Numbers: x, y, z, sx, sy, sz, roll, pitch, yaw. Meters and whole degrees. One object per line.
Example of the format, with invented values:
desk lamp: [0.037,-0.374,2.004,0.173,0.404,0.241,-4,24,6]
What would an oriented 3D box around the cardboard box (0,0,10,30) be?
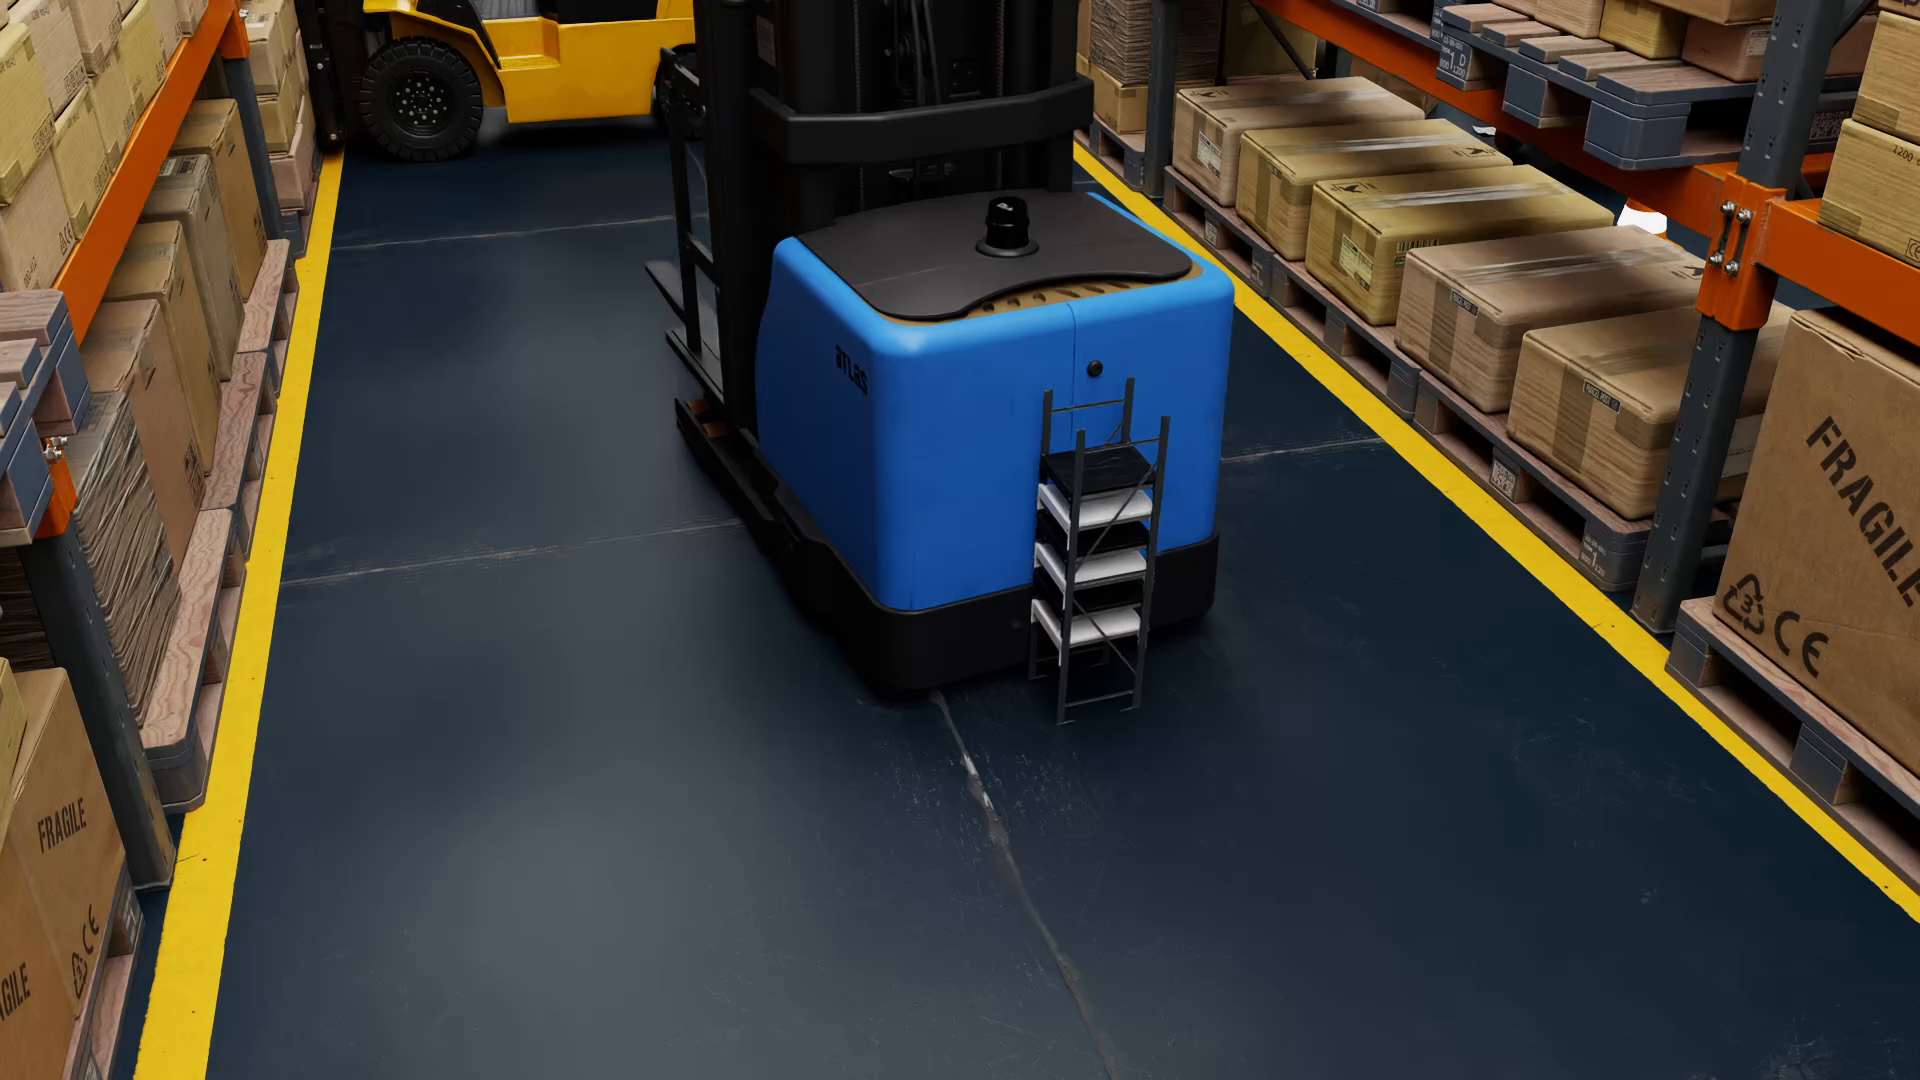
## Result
cardboard box: [-2.200,-1.099,3.407,0.380,0.149,0.250,-7,31,-12]

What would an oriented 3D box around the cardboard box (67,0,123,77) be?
cardboard box: [-2.463,-1.349,4.236,0.500,0.250,0.500,-9,31,-15]

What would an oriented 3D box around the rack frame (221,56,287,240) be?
rack frame: [-3.389,-2.385,6.376,1.000,3.000,0.127,-8,31,-13]

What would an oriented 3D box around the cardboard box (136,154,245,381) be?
cardboard box: [-3.041,-0.913,5.784,0.875,0.625,0.625,-8,31,-14]

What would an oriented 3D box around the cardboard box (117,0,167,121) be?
cardboard box: [-2.618,-1.377,4.785,0.500,0.250,0.500,-7,31,-12]

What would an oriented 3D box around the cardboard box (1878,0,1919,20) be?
cardboard box: [2.352,-1.320,3.439,0.500,0.500,0.500,-9,31,-15]

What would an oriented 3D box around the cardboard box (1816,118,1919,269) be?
cardboard box: [2.344,-0.780,3.753,0.500,0.250,0.500,-8,31,-14]

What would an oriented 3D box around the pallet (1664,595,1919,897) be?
pallet: [2.594,0.483,4.205,1.003,0.211,1.213,-8,31,-13]

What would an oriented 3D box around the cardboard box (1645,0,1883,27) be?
cardboard box: [2.068,-1.651,4.293,0.500,0.500,0.500,-9,31,-15]

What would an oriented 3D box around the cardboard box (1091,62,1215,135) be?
cardboard box: [0.979,-2.288,8.535,0.500,0.250,0.500,-6,31,-11]

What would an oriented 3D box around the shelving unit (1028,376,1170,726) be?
shelving unit: [0.344,0.043,4.264,0.258,0.900,0.210,-10,36,-17]

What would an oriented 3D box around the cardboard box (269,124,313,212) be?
cardboard box: [-3.198,-1.654,7.440,0.500,0.250,0.500,-8,31,-13]

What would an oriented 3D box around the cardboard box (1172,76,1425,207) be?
cardboard box: [1.537,-1.838,7.636,0.950,0.372,0.625,-7,31,-13]

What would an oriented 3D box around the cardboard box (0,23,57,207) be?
cardboard box: [-2.186,-0.855,3.383,0.500,0.250,0.500,-8,31,-13]

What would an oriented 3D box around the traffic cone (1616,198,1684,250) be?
traffic cone: [3.074,-1.536,7.442,0.336,0.463,0.334,-8,31,-13]

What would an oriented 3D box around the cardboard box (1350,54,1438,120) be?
cardboard box: [2.423,-2.665,9.352,0.500,0.500,0.500,13,32,21]

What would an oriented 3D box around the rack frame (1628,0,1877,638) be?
rack frame: [2.457,-1.115,4.182,1.000,3.000,0.127,-8,31,-13]

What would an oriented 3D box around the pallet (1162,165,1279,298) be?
pallet: [1.603,-1.464,7.569,1.003,0.211,1.213,-8,31,-13]

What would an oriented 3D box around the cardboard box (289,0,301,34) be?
cardboard box: [-3.484,-2.572,8.027,0.500,0.250,0.500,-7,31,-12]

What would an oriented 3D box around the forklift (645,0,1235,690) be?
forklift: [-0.342,-1.589,5.070,1.130,2.935,3.031,-13,32,-21]

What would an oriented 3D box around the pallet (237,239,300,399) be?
pallet: [-3.156,-0.828,6.469,1.003,0.211,1.213,-8,31,-13]

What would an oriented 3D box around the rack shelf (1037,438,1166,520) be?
rack shelf: [0.349,-0.154,4.133,0.258,0.077,0.200,-10,36,-17]

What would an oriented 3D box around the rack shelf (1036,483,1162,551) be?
rack shelf: [0.347,-0.079,4.183,0.258,0.077,0.200,-10,36,-17]

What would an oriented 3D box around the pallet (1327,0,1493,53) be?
pallet: [1.892,-1.983,5.872,1.003,0.211,1.213,-8,31,-13]

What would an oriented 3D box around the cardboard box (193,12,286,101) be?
cardboard box: [-3.215,-2.085,7.185,0.500,0.250,0.500,-8,31,-14]

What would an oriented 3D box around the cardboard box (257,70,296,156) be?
cardboard box: [-3.220,-1.868,7.309,0.500,0.250,0.500,-8,31,-14]

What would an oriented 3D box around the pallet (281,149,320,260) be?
pallet: [-3.560,-1.568,7.748,1.003,0.211,1.213,-8,31,-13]

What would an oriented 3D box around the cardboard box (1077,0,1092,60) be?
cardboard box: [0.843,-2.859,8.772,0.500,0.500,0.500,-7,31,-12]

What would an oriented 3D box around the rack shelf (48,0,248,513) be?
rack shelf: [-2.858,-1.108,4.888,1.077,0.370,4.000,-8,31,-13]

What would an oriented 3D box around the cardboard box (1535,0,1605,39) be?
cardboard box: [1.892,-1.551,4.766,0.380,0.149,0.250,-8,31,-14]

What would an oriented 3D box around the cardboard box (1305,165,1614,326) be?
cardboard box: [1.917,-1.156,6.457,0.950,0.372,0.625,-7,31,-12]

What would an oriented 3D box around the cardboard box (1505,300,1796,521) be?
cardboard box: [2.317,-0.434,5.209,0.950,0.372,0.625,-10,32,-17]

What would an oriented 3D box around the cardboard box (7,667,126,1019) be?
cardboard box: [-2.008,0.623,3.256,0.500,0.500,0.500,-7,31,-12]

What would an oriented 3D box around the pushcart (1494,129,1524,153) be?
pushcart: [3.580,-2.239,8.742,1.648,0.377,0.936,-20,35,-30]

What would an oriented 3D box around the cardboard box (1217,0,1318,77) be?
cardboard box: [1.499,-2.684,8.470,0.500,0.500,0.500,-6,31,-11]

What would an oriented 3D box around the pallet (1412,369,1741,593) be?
pallet: [2.251,-0.286,5.533,1.003,0.211,1.213,-8,31,-13]

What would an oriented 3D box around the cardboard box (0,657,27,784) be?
cardboard box: [-1.952,0.371,3.043,0.380,0.149,0.250,-9,31,-16]

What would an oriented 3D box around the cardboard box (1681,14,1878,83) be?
cardboard box: [2.143,-1.315,4.359,0.380,0.149,0.250,-7,31,-11]

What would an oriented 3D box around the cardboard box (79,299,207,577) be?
cardboard box: [-2.661,-0.225,4.595,0.875,0.625,0.625,-7,31,-12]

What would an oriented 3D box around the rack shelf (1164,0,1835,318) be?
rack shelf: [1.926,-1.770,6.031,1.077,0.370,4.000,-8,31,-13]

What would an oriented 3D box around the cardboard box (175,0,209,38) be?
cardboard box: [-2.864,-1.870,5.635,0.500,0.250,0.500,-8,31,-14]

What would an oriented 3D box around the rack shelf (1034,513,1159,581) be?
rack shelf: [0.345,-0.004,4.233,0.258,0.077,0.200,-10,36,-17]

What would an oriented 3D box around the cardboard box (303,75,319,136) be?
cardboard box: [-3.500,-2.144,8.285,0.500,0.250,0.500,-7,31,-12]

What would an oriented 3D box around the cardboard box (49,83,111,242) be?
cardboard box: [-2.338,-0.879,3.923,0.500,0.250,0.500,-9,31,-14]

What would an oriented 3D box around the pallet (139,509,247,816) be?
pallet: [-2.508,0.351,4.433,1.003,0.211,1.213,-8,31,-13]

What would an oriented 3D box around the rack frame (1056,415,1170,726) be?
rack frame: [0.378,0.097,4.185,0.240,0.900,0.006,-10,36,-17]

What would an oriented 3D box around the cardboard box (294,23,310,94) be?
cardboard box: [-3.478,-2.355,8.151,0.500,0.250,0.500,-8,31,-14]
